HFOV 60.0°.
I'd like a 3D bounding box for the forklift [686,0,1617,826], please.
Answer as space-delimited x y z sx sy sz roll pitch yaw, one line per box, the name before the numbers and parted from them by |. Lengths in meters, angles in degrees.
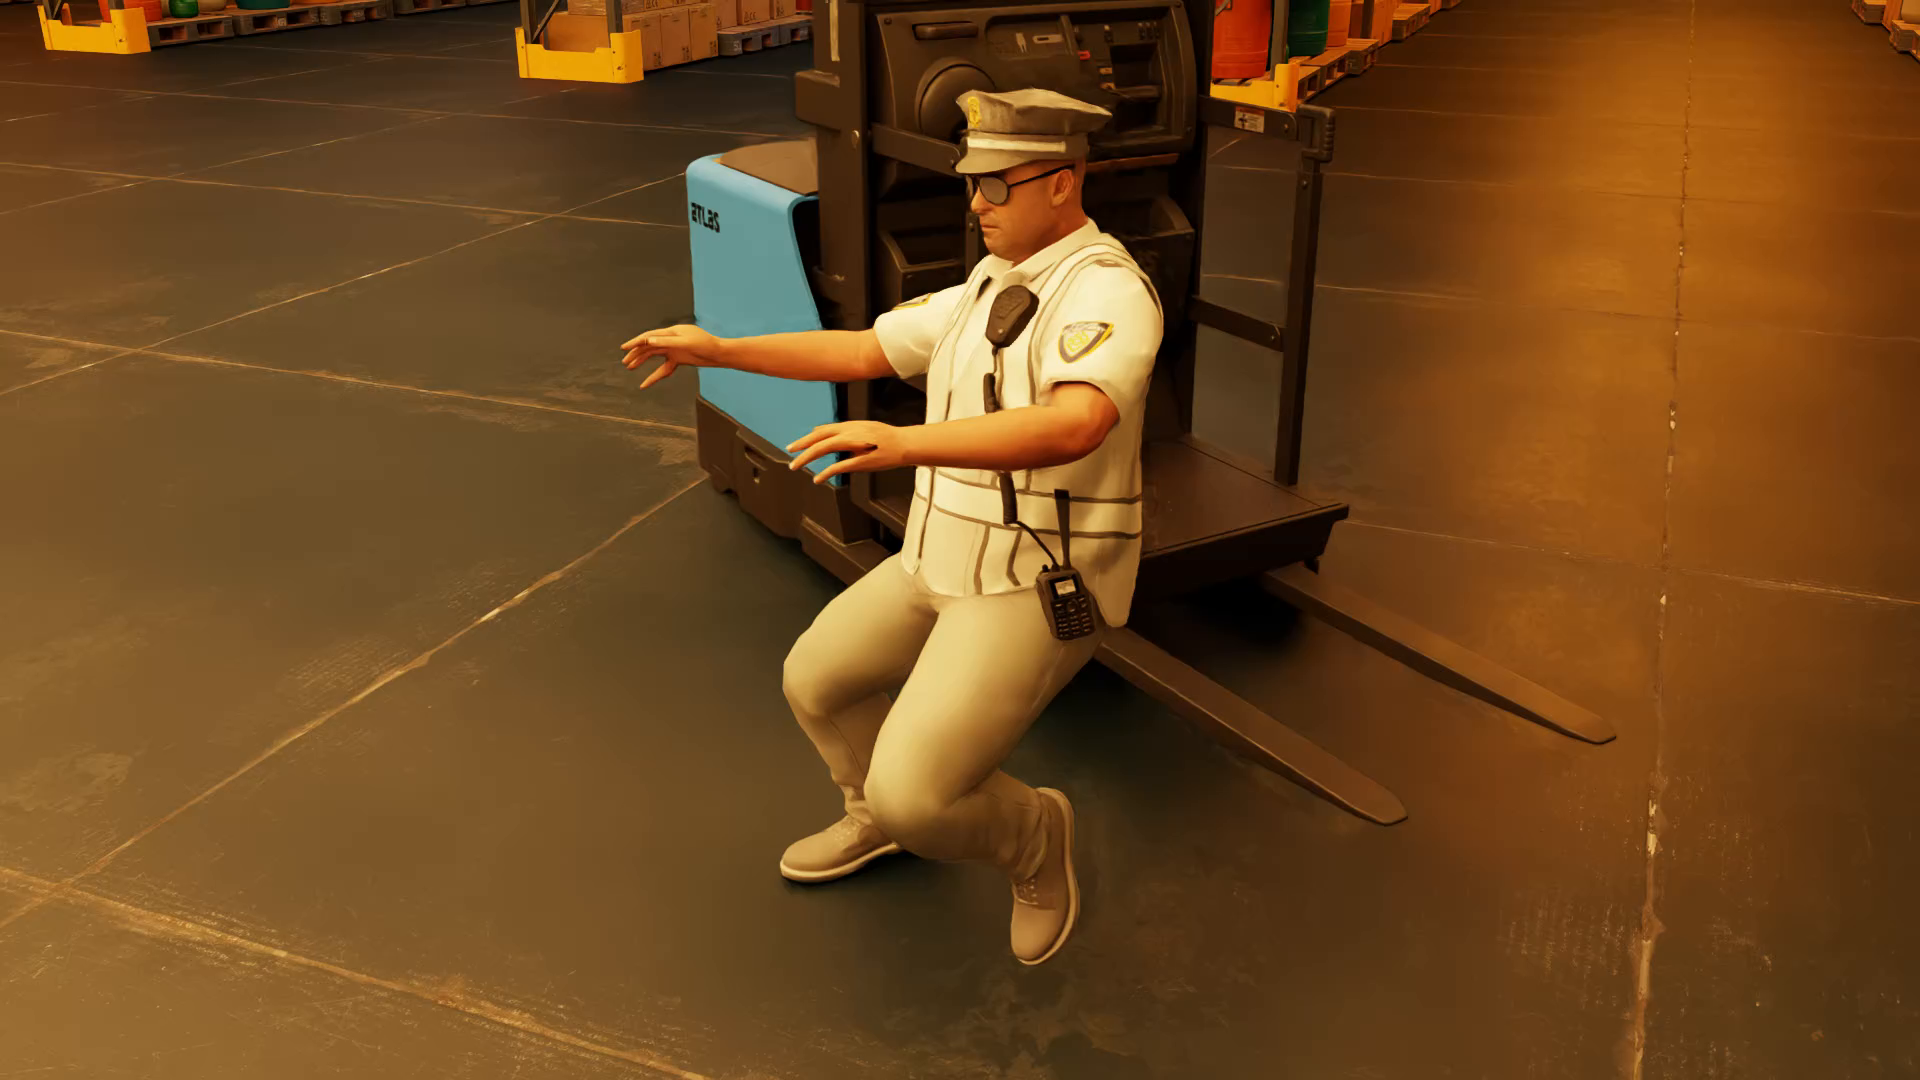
forklift | 0.326 -1.165 4.079 1.130 2.935 3.031 -13 26 -28
